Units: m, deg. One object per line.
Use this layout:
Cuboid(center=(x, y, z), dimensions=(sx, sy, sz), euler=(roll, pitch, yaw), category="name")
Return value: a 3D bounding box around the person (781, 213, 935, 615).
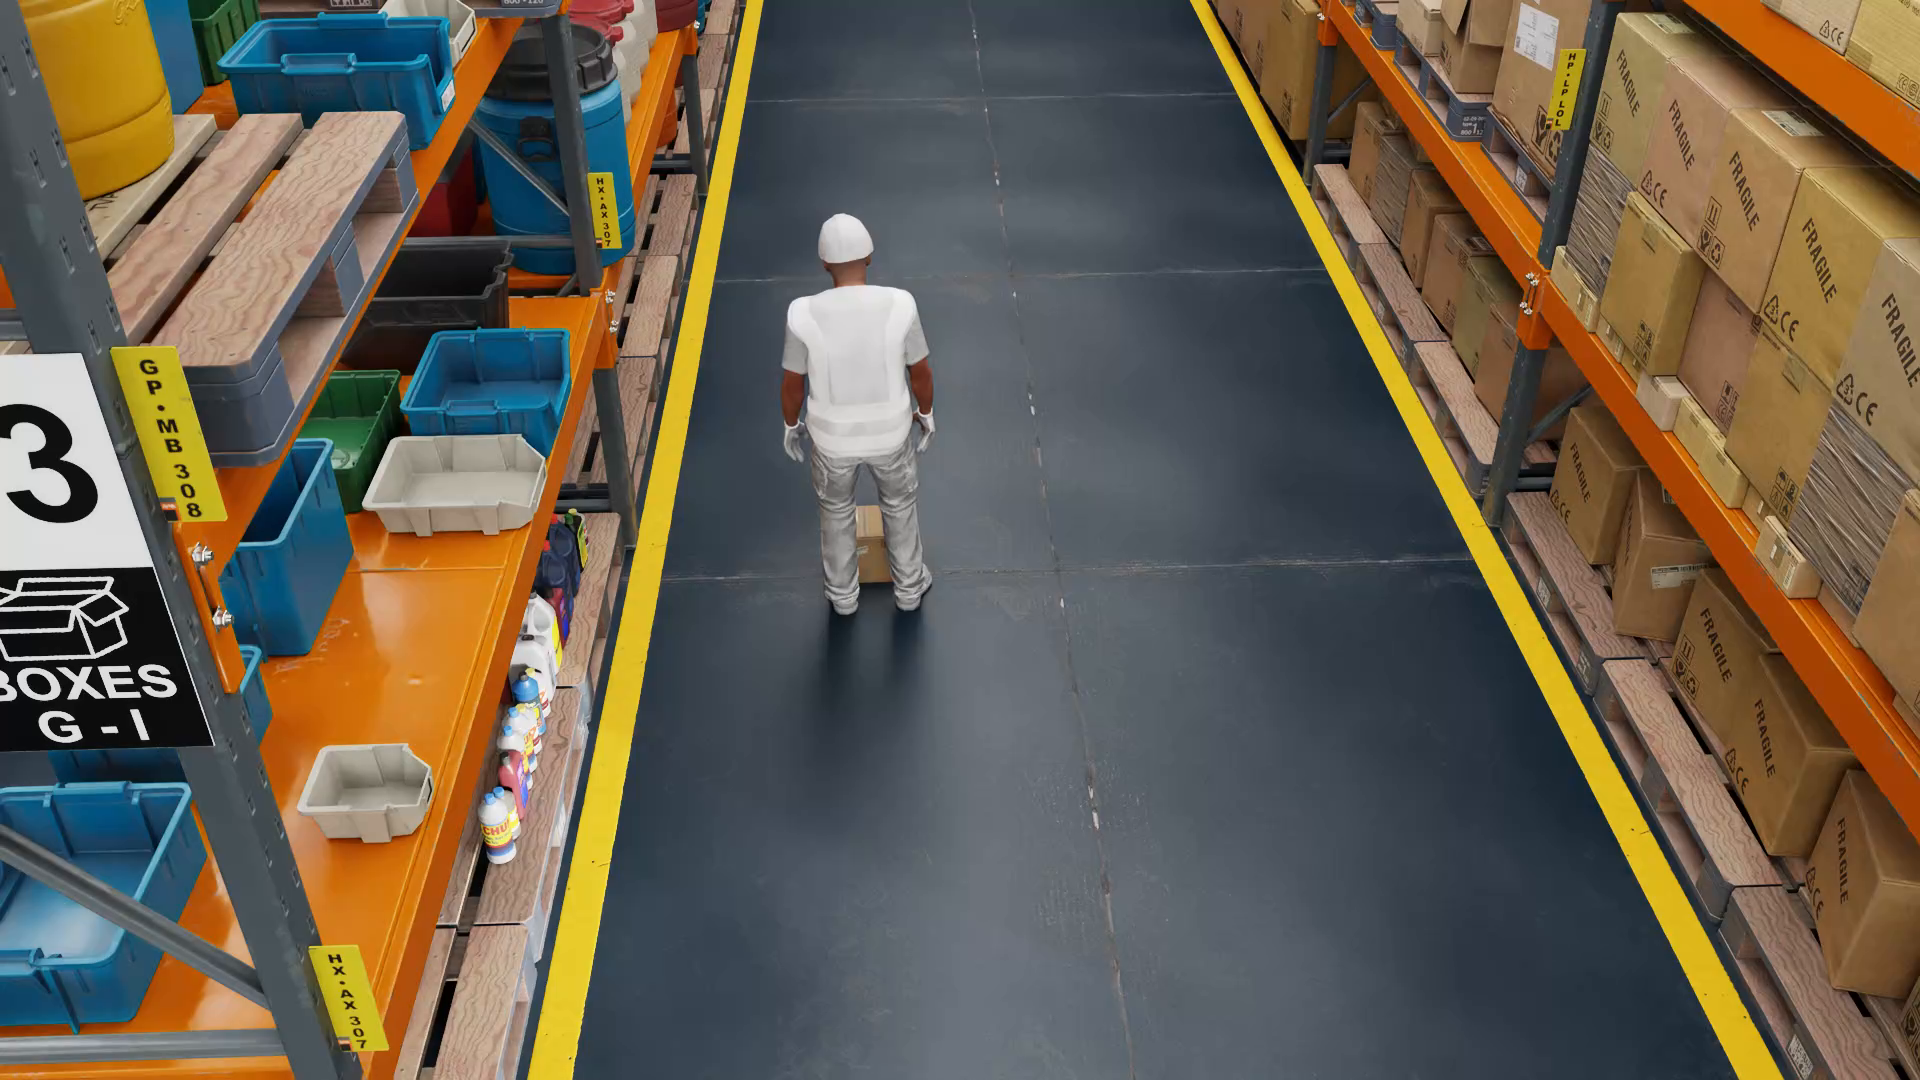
Cuboid(center=(-0.413, -0.473, 6.814), dimensions=(0.626, 1.773, 0.451), euler=(-4, 35, -5), category="person")
